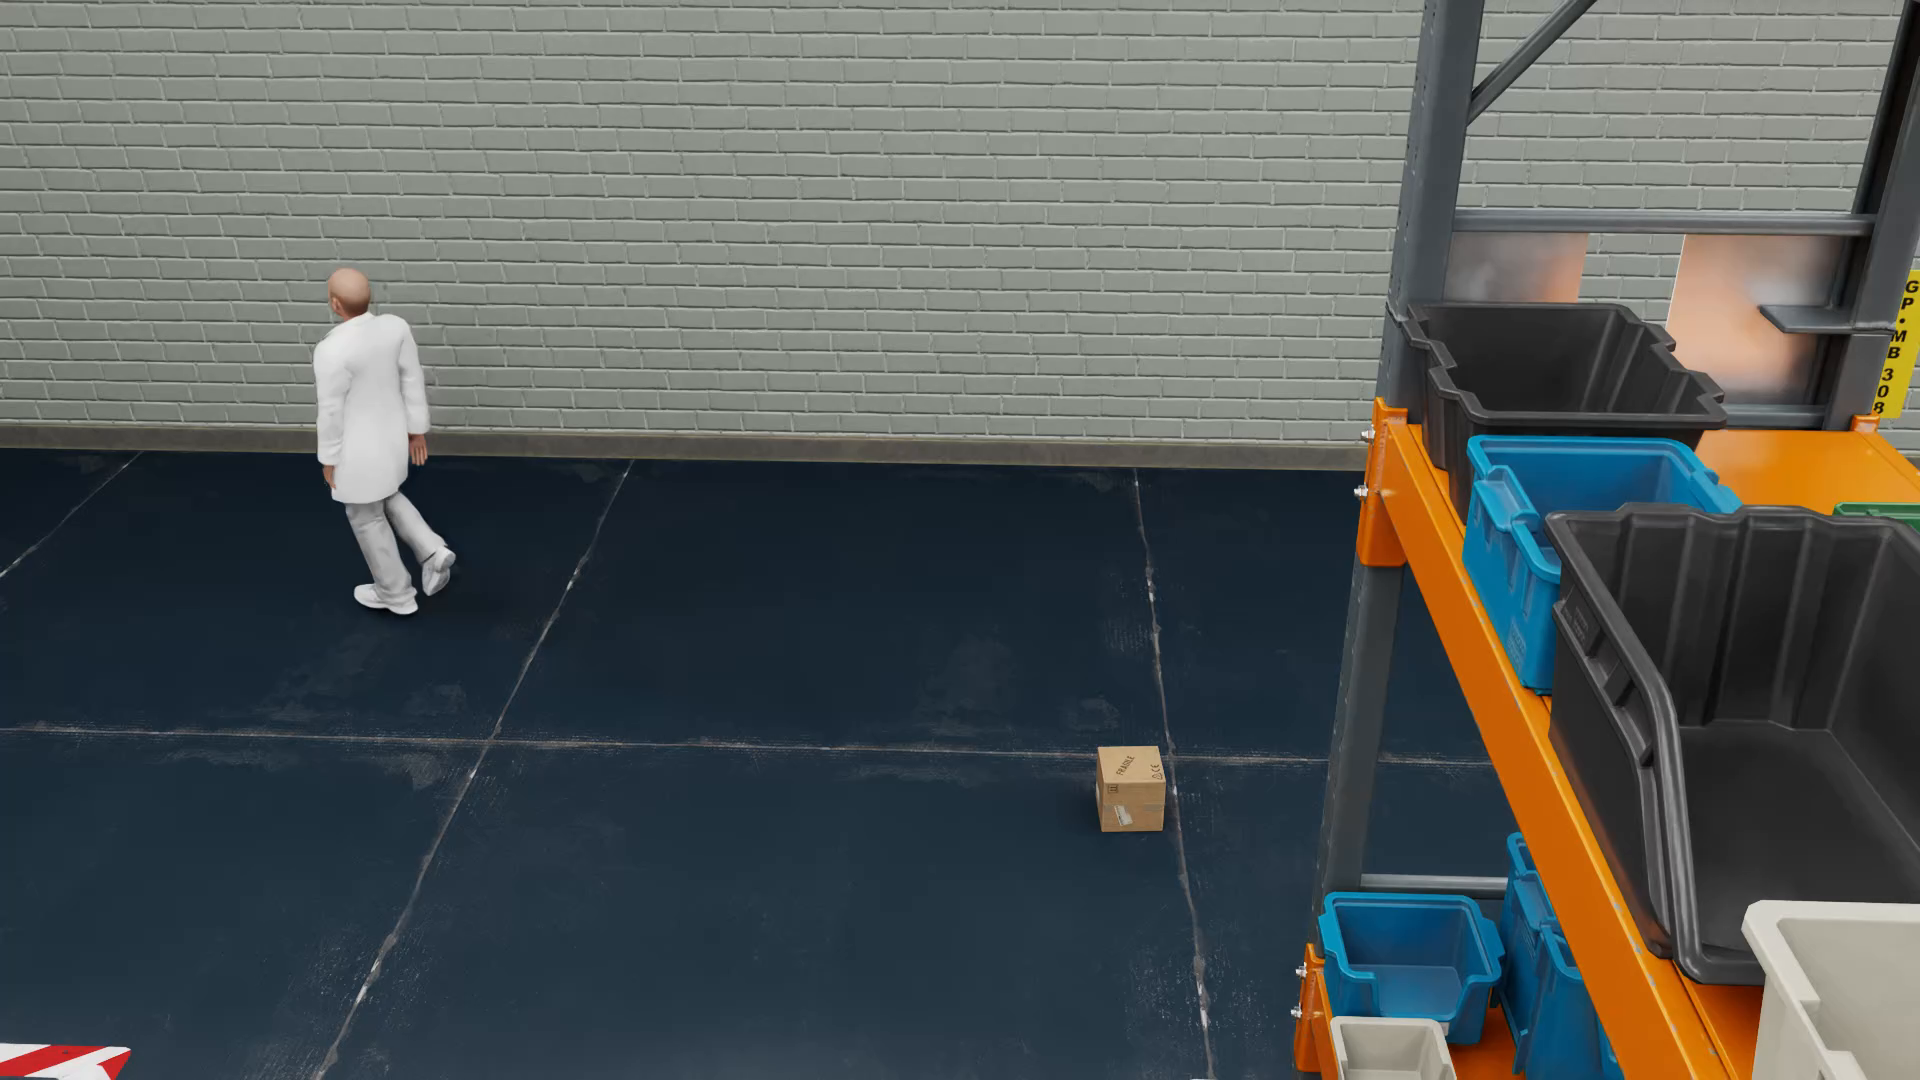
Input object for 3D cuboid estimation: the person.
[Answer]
[{"bbox_3d":[-2.805,-0.457,7.962,0.568,1.765,0.571,13,30,23],"label":"person"}]
